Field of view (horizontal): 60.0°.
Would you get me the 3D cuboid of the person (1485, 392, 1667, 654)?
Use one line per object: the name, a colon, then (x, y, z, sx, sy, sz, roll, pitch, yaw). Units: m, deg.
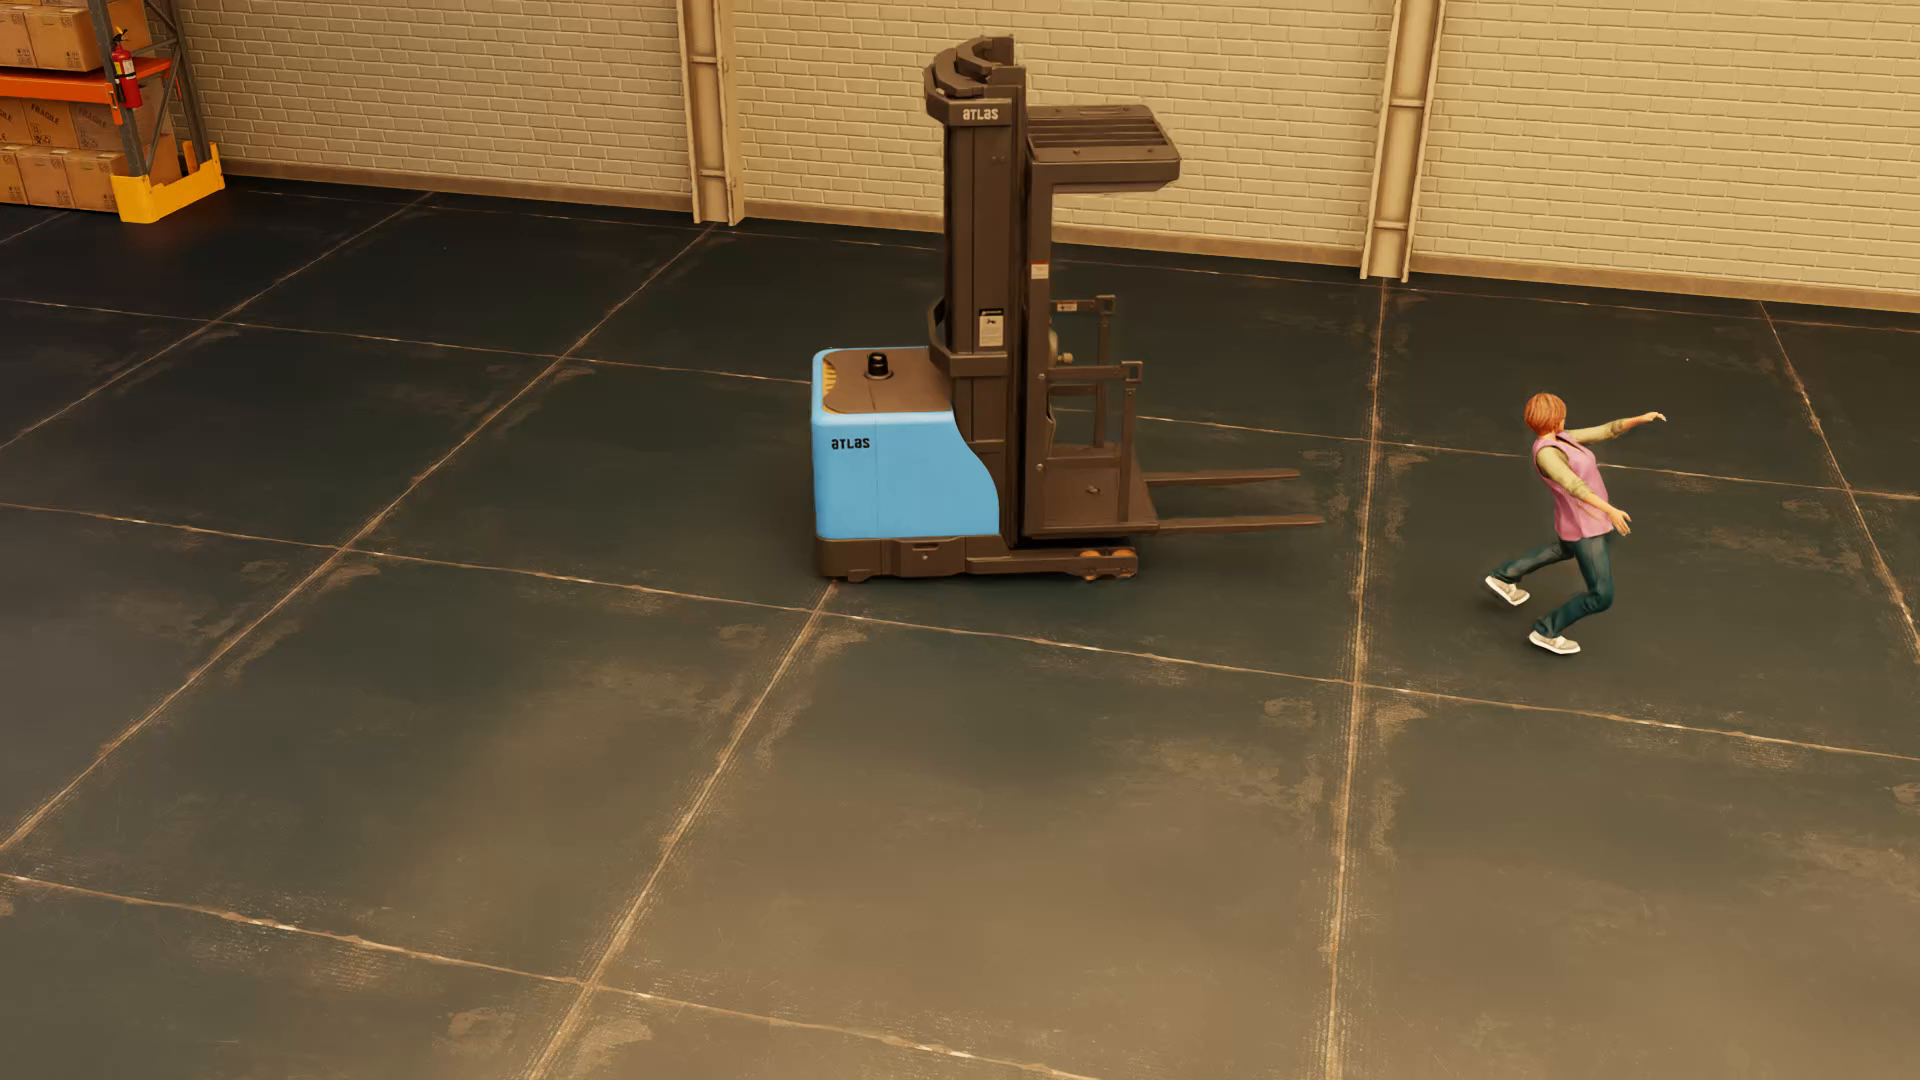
person: (3.259, -0.020, 8.768, 0.676, 1.364, 0.918, 3, 30, 6)

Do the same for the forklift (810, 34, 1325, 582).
forklift: (0.641, -1.304, 9.472, 3.031, 2.935, 1.130, -2, 30, -3)
